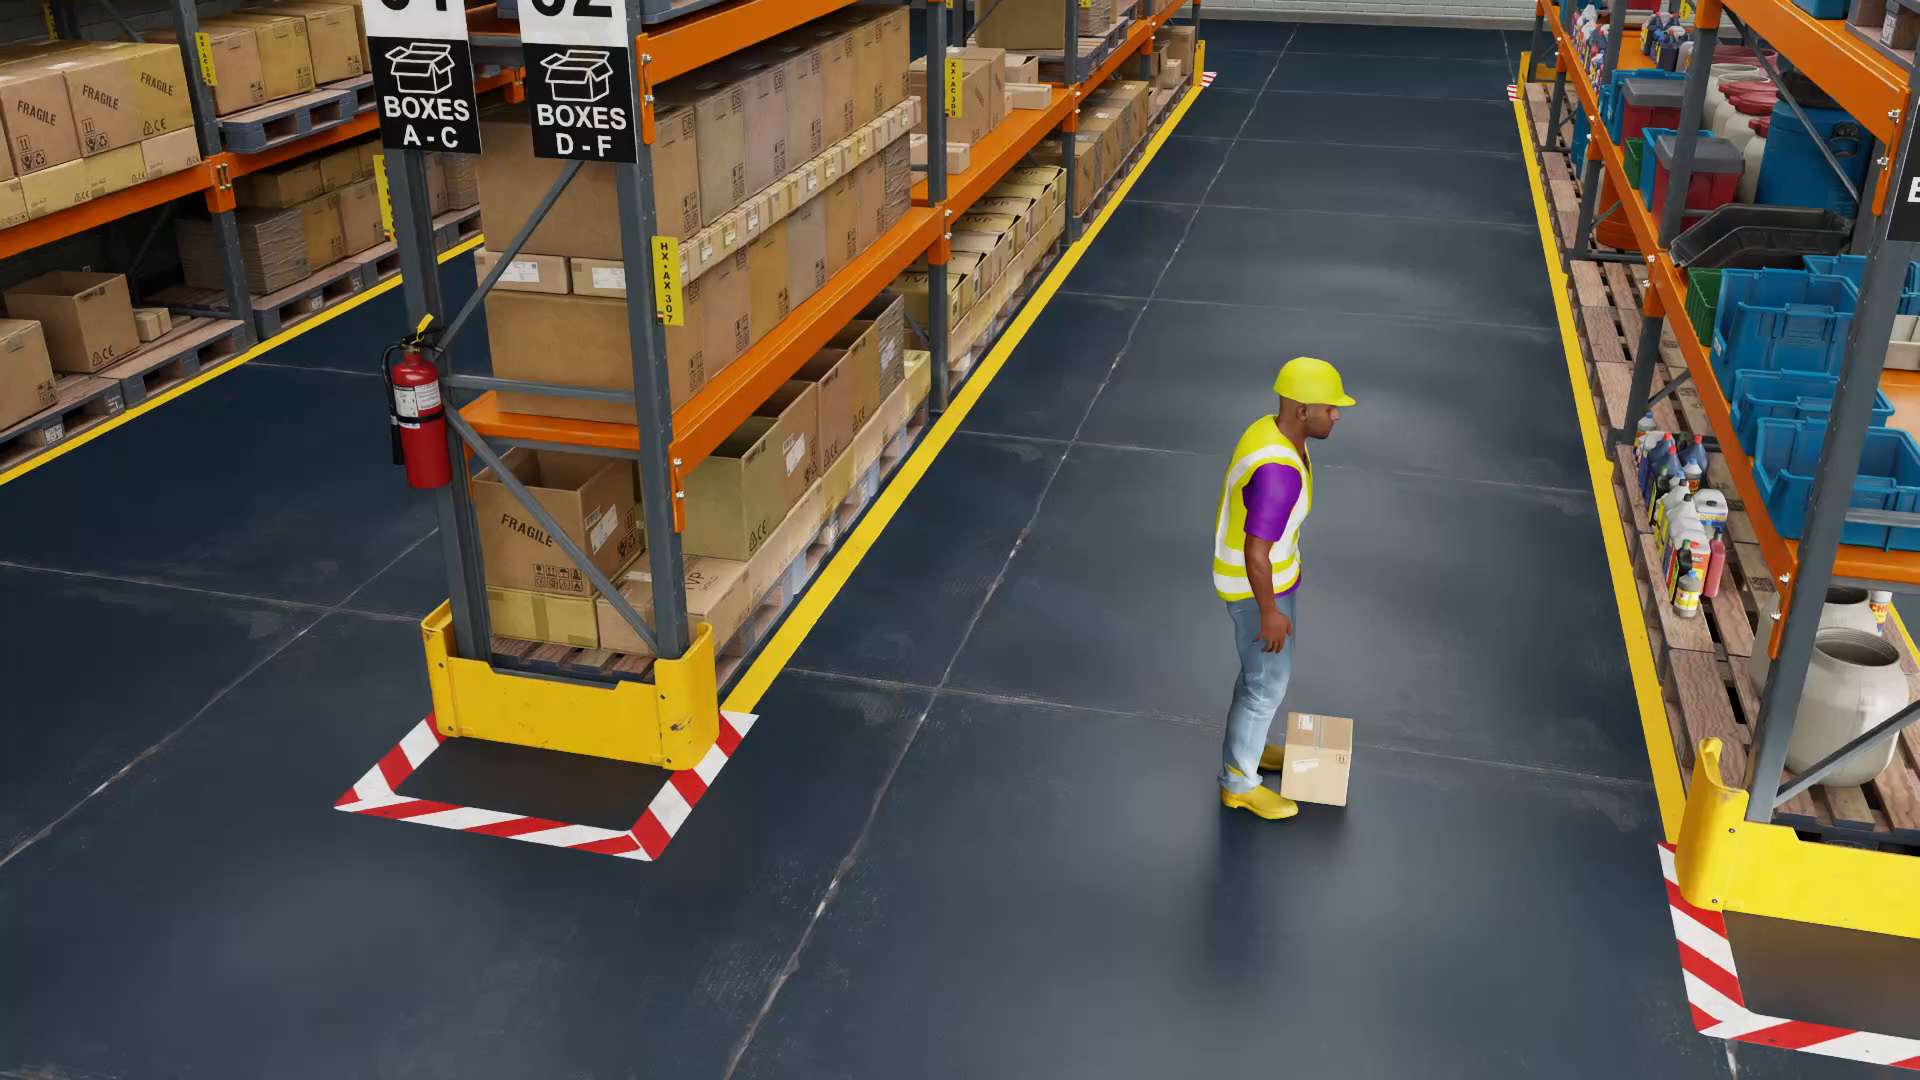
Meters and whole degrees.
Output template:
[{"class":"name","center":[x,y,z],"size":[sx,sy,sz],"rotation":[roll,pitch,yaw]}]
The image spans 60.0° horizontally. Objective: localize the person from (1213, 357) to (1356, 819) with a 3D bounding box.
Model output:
[{"class":"person","center":[1.177,0.159,6.248],"size":[0.458,1.761,0.621],"rotation":[6,26,13]}]
